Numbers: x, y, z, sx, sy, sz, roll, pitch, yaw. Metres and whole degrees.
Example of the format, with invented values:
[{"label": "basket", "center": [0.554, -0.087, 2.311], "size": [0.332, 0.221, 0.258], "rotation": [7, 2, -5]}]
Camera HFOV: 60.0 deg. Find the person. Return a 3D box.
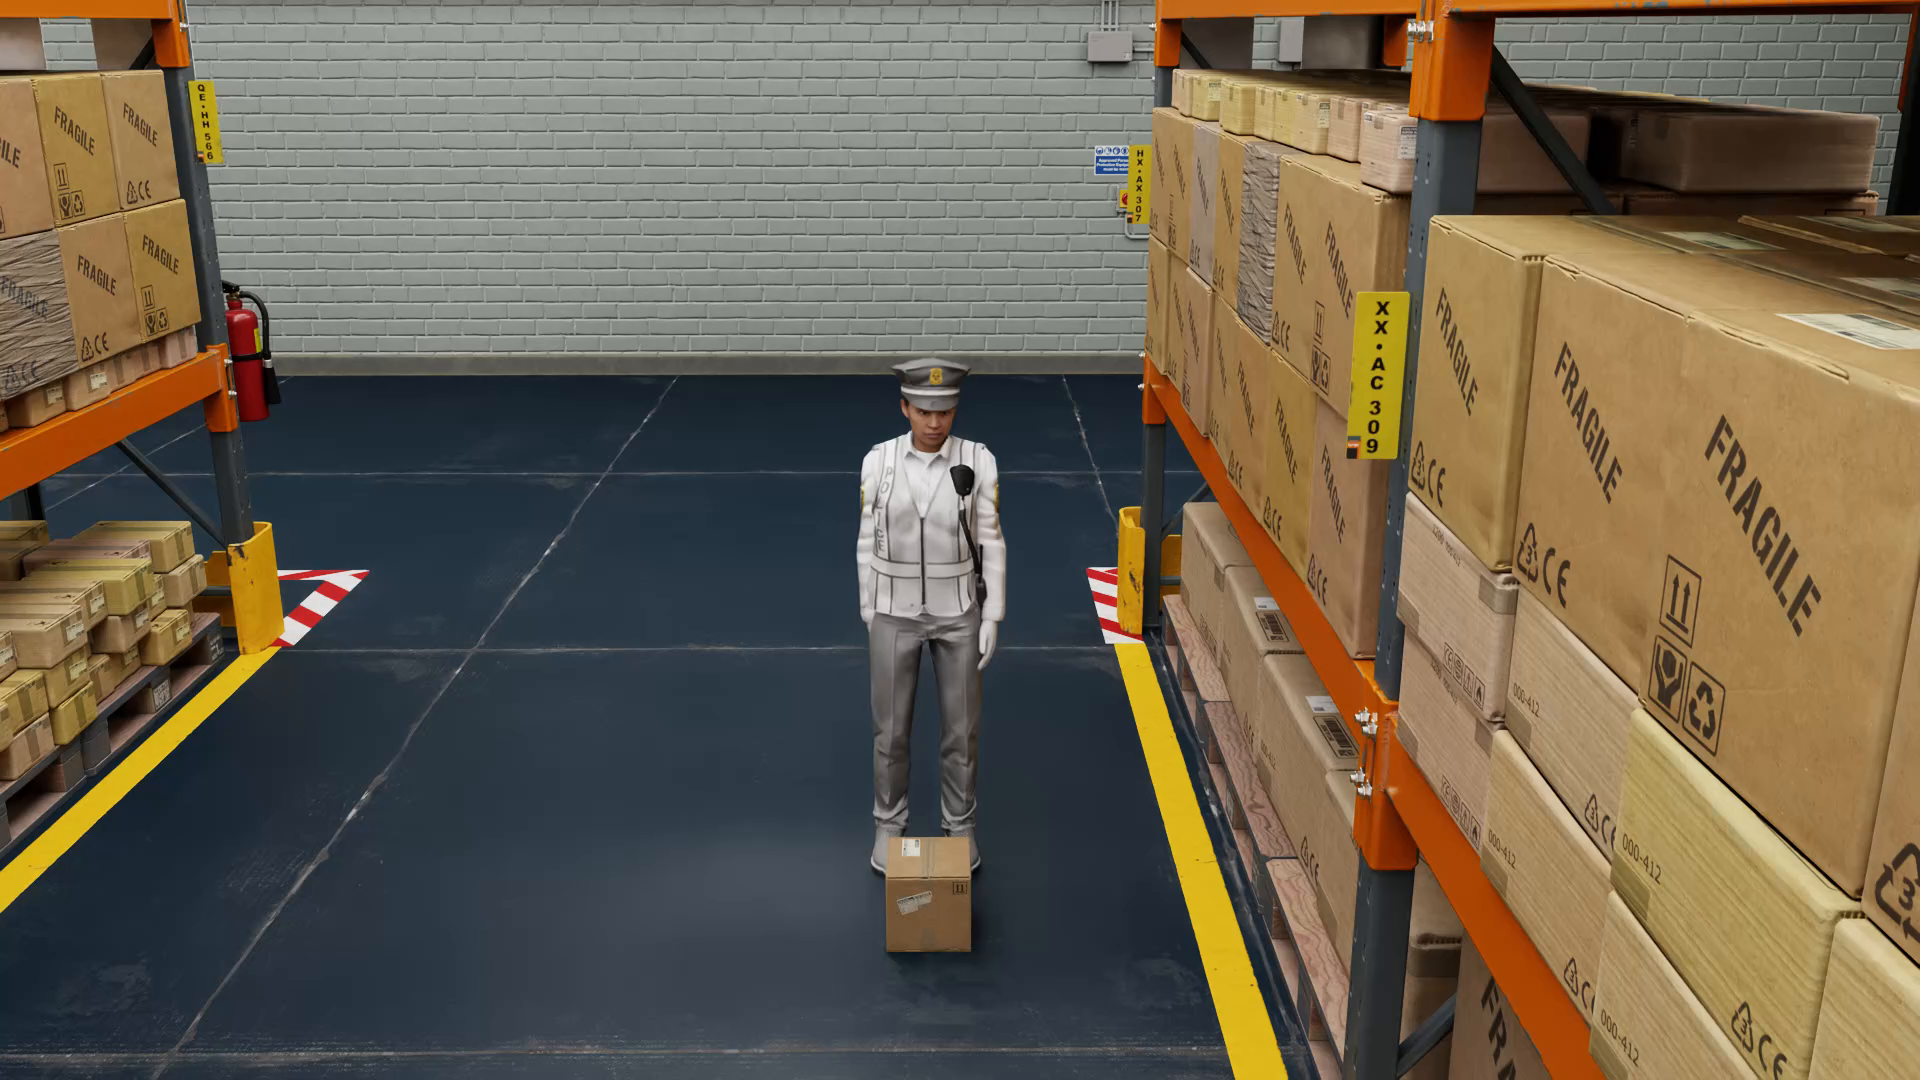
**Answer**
[{"label": "person", "center": [-0.090, 0.255, 5.233], "size": [0.467, 1.663, 0.329], "rotation": [0, 17, 0]}]
